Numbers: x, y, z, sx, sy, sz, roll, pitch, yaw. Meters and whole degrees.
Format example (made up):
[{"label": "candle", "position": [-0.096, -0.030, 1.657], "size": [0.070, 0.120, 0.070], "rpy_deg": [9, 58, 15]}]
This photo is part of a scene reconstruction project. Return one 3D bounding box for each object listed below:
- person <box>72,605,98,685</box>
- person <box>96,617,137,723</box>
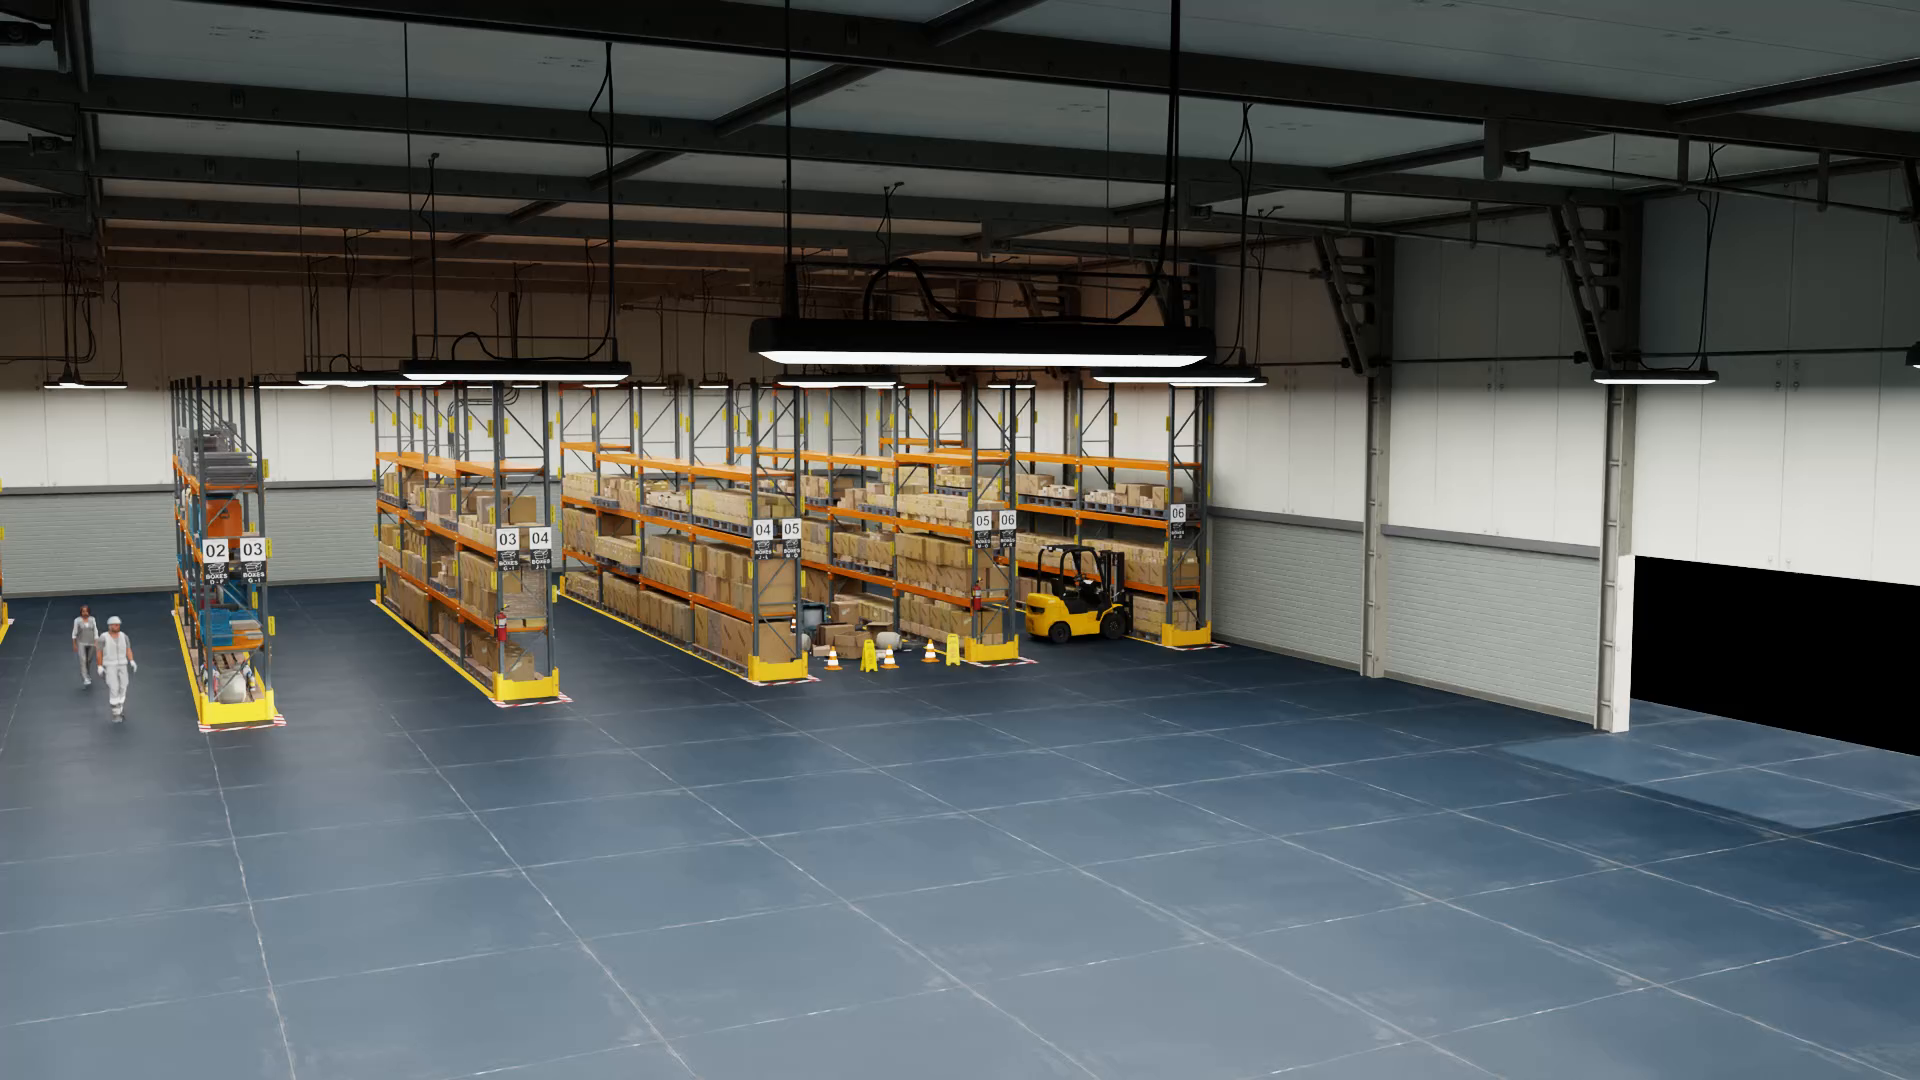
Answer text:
[{"label": "person", "position": [-17.033, 2.045, 32.437], "size": [0.967, 1.546, 0.435], "rpy_deg": [5, 7, 42]}, {"label": "person", "position": [-14.727, 2.262, 29.139], "size": [0.668, 1.818, 0.550], "rpy_deg": [4, 6, 38]}]
